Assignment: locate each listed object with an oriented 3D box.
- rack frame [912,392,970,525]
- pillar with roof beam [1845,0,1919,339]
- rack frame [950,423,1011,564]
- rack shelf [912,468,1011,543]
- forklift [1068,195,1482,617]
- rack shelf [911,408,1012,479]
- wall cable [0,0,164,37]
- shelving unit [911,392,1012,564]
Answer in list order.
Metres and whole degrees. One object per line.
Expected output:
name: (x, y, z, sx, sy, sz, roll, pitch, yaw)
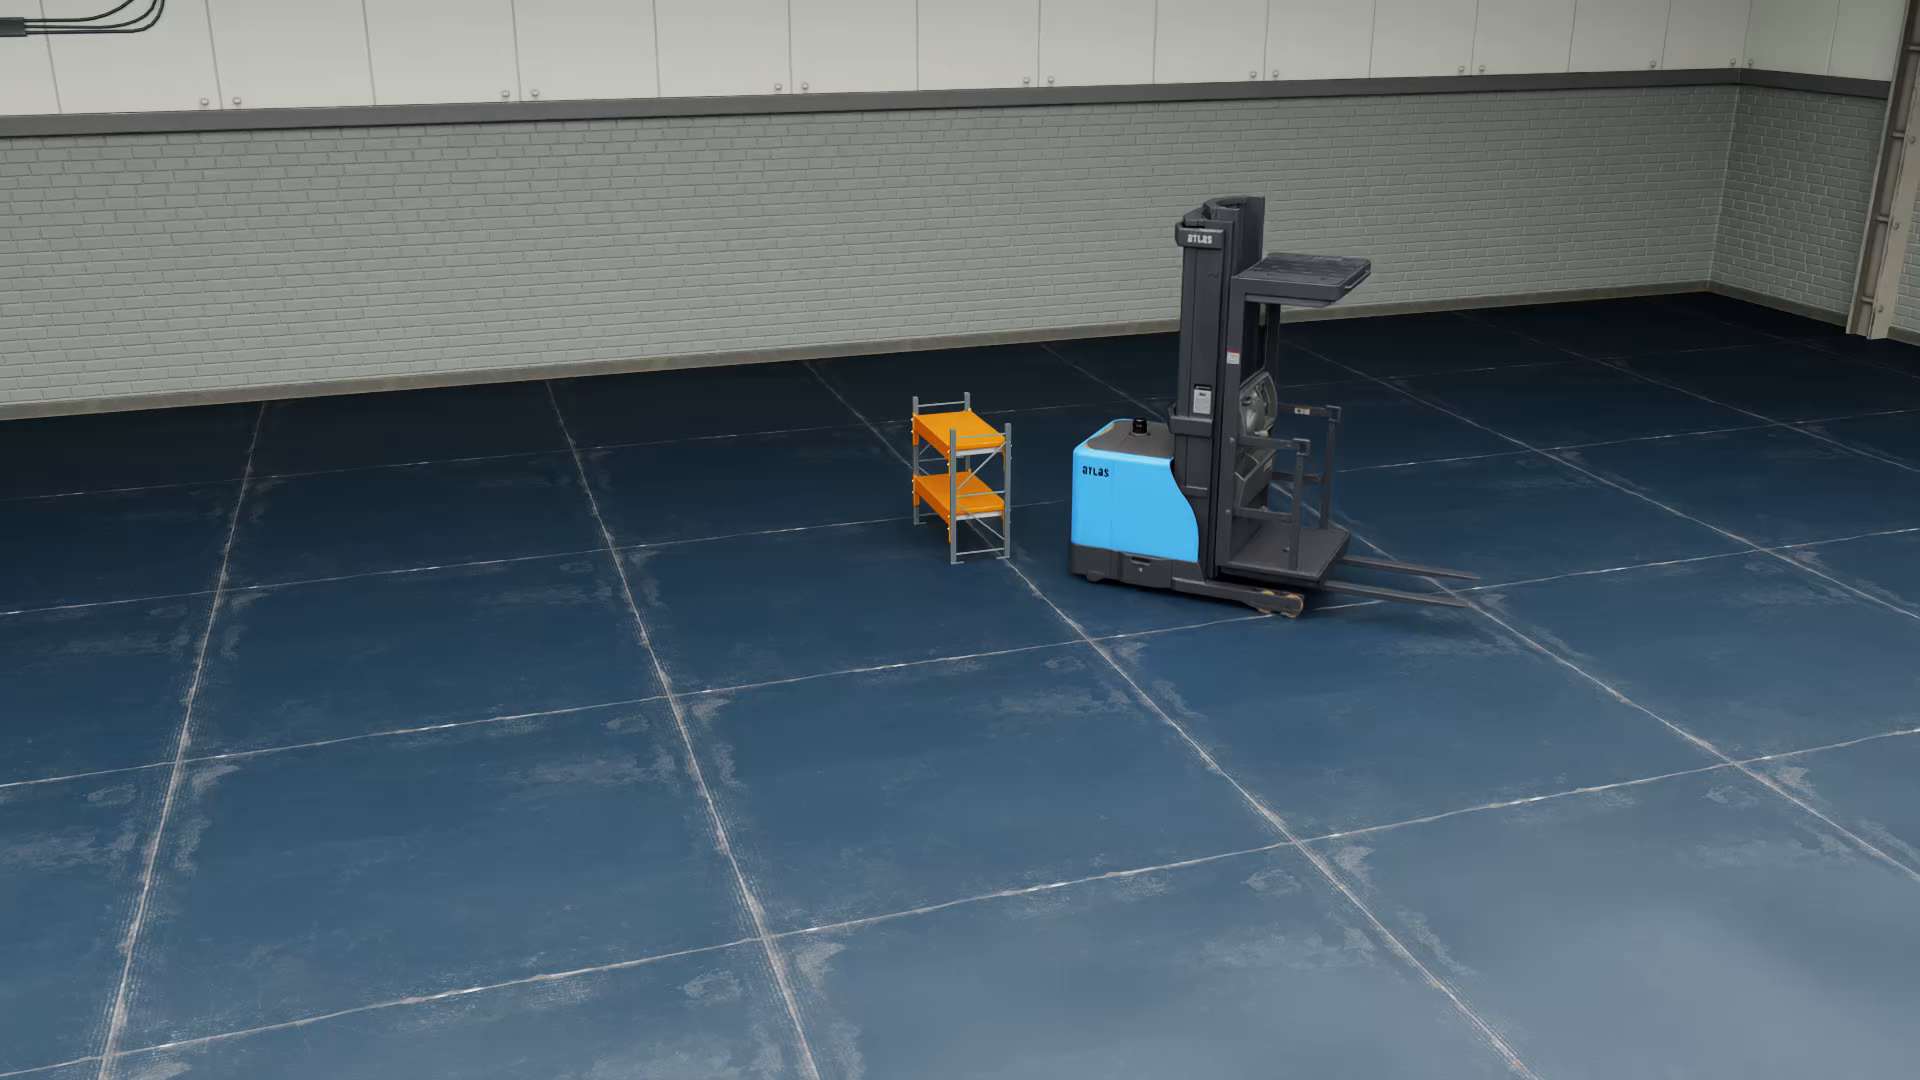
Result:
rack frame: (-0.158, -0.690, 14.174, 0.500, 1.125, 0.032, -6, 21, -17)
pillar with roof beam: (7.461, -6.386, 18.384, 9.100, 9.000, 0.400, -6, 21, -17)
rack frame: (0.162, -0.364, 13.266, 0.500, 1.125, 0.032, -6, 21, -17)
rack shelf: (0.002, -0.297, 13.803, 0.538, 0.278, 1.000, -6, 21, -17)
forklift: (2.412, -1.011, 12.395, 3.031, 2.935, 1.130, 9, 22, 23)
rack shelf: (0.002, -0.803, 13.621, 0.538, 0.278, 1.000, -6, 21, -17)
wall cable: (-9.009, -7.187, 15.582, 2.305, 6.003, 0.169, -6, 21, -17)
shelving unit: (0.002, -0.527, 13.720, 0.538, 1.125, 1.048, -6, 21, -17)
